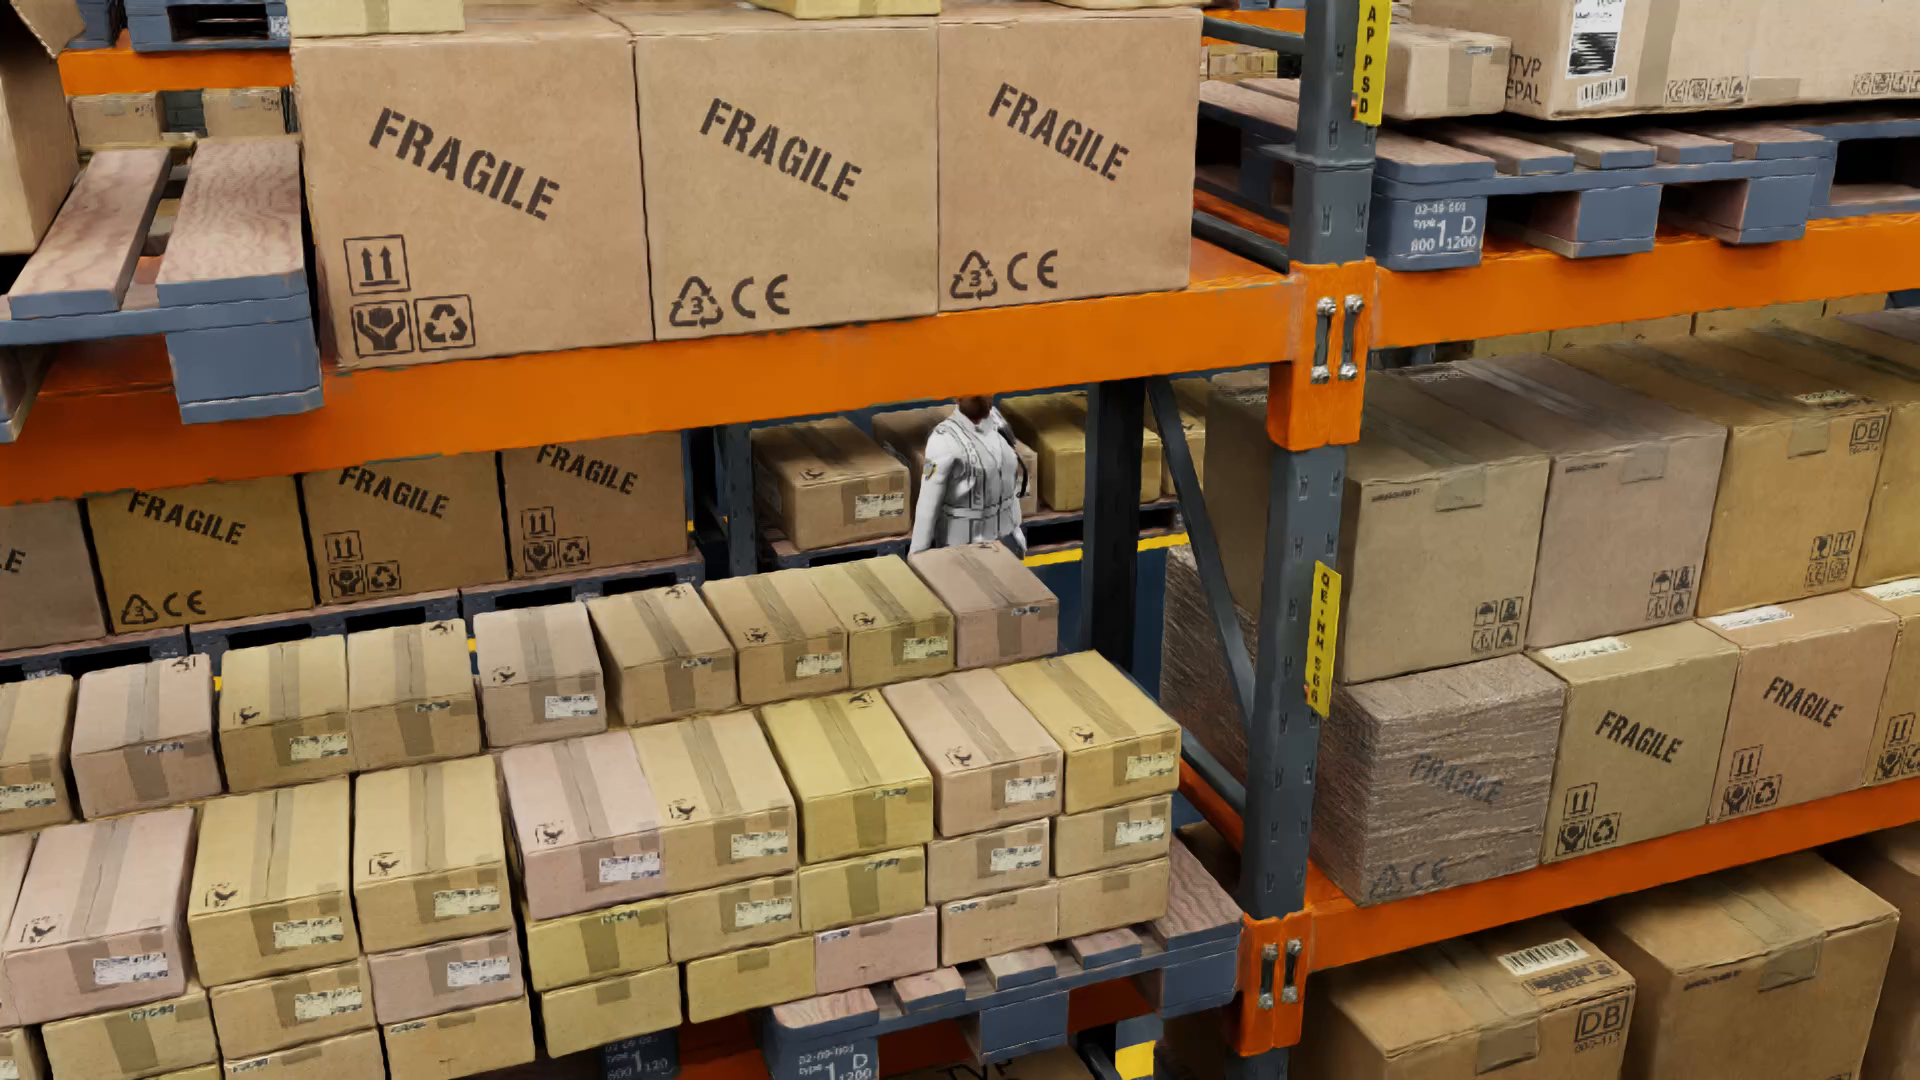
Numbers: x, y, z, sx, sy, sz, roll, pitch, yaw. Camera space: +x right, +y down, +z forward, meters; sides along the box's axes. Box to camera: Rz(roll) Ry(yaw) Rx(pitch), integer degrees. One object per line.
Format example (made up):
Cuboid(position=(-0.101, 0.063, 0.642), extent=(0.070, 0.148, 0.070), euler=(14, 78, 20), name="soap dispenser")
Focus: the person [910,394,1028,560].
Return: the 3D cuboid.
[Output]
Cuboid(position=(0.030, 0.005, 7.060), extent=(0.618, 1.671, 0.589), euler=(15, 27, 31), name="person")
